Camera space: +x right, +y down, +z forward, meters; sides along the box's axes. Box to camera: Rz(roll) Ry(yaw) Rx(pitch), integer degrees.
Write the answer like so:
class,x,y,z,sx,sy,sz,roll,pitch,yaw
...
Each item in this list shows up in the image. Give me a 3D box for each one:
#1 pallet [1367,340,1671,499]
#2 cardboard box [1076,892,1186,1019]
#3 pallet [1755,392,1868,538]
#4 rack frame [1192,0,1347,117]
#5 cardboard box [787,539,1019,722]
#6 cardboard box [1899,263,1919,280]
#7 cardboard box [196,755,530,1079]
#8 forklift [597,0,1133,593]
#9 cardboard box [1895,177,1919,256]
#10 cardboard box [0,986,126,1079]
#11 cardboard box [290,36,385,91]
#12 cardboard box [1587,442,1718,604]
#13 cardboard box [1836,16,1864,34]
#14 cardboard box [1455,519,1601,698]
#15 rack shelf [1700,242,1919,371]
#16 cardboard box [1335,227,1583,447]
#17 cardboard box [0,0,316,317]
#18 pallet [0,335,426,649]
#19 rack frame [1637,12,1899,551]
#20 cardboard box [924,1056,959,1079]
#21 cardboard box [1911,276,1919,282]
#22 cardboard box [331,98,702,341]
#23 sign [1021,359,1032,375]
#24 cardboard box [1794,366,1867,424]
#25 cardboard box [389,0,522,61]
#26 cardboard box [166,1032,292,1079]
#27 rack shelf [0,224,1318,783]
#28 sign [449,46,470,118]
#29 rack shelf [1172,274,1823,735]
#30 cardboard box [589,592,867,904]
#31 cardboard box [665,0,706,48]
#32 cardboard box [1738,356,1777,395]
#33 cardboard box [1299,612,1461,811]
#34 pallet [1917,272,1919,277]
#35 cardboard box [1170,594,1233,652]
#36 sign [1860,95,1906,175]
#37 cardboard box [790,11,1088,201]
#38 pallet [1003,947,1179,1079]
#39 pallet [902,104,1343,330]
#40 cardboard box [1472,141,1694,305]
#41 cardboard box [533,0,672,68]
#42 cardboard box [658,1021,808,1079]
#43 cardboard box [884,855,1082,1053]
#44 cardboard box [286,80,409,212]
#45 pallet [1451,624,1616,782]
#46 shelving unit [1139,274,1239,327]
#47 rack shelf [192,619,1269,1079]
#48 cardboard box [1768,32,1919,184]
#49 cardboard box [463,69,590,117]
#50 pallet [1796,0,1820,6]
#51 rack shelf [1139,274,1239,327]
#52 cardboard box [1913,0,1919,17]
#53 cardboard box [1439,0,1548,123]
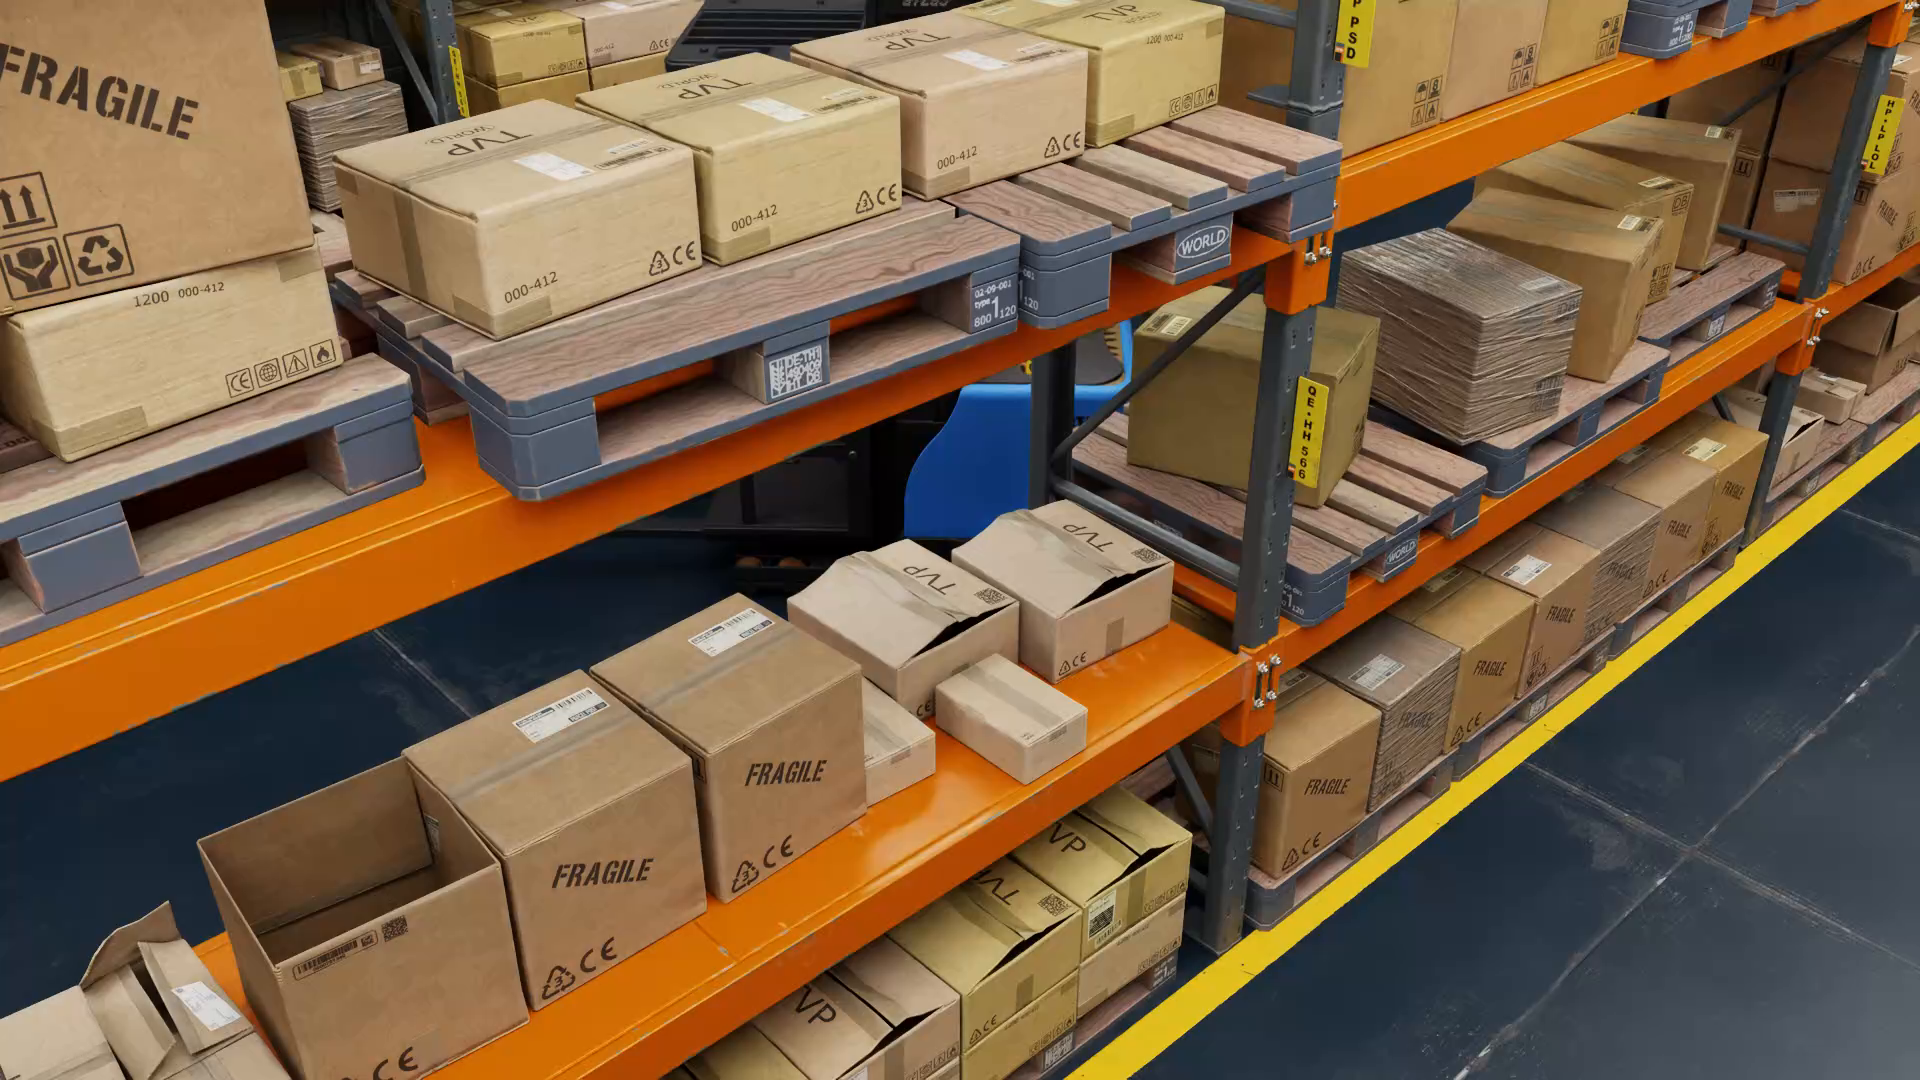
class,x,y,z,sx,sy,sz,roll,pitch,yaw
pallet,2.039,-0.633,6.593,1.213,0.211,1.003,-26,40,-35
cardboard box,0.396,1.251,5.562,0.500,0.250,0.500,-25,39,-34
pallet,4.054,-0.495,8.858,1.213,0.211,1.003,-26,40,-35
rack frame,0.616,-2.582,3.847,0.127,3.000,1.000,-26,40,-35
cardboard box,-0.171,0.258,5.038,0.500,0.311,0.500,-26,40,-36
cardboard box,5.524,-1.613,10.227,0.500,0.250,0.500,-26,40,-35
cardboard box,-1.356,0.900,3.807,0.500,0.500,0.500,-23,38,-32
forklift,-0.690,-1.274,7.524,3.031,2.935,1.130,1,31,2
cardboard box,4.482,-1.744,8.131,0.500,0.500,0.500,-25,39,-35
cardboard box,-1.985,1.269,3.444,0.500,0.250,0.500,-23,38,-33
cardboard box,-2.987,-2.290,7.980,0.380,0.149,0.250,23,38,33
cardboard box,3.014,-0.106,7.523,0.500,0.500,0.500,-26,40,-35
cardboard box,4.118,-2.372,8.200,0.500,0.500,0.500,-27,40,-36
cardboard box,2.275,0.253,6.936,0.500,0.500,0.500,-27,41,-37
rack shelf,5.016,-1.844,9.080,4.000,0.370,1.077,-26,40,-35
cardboard box,1.802,-0.763,6.123,0.500,0.500,0.700,-18,36,-27
cardboard box,-1.436,-0.733,2.721,0.500,0.500,0.500,-22,38,-31
pallet,-1.679,-0.120,2.879,0.805,0.209,1.217,27,41,37
rack frame,3.550,-1.442,7.732,0.127,3.000,1.000,-26,40,-35
cardboard box,-0.350,1.612,4.971,0.500,0.250,0.500,-25,39,-34
cardboard box,5.893,-1.443,10.029,0.250,0.166,0.380,-26,40,-35
cardboard box,-0.873,-0.654,3.310,0.500,0.250,0.500,25,40,35
sign,0.241,-0.687,5.465,0.005,0.325,0.100,-26,40,-35
cardboard box,4.632,-0.797,8.973,0.250,0.166,0.380,-26,40,-35
cardboard box,-2.598,-2.675,8.630,0.500,0.250,0.500,-25,39,-34
cardboard box,-1.528,1.267,3.544,0.250,0.149,0.380,-26,40,-35
rack shelf,-0.850,-0.286,3.657,4.000,0.370,1.077,-26,40,-35
sign,-2.379,-2.173,7.894,0.005,0.325,0.100,-26,40,-35
rack shelf,2.083,-0.425,6.760,4.000,0.370,1.077,-26,40,-35
cardboard box,-0.603,0.536,4.403,0.500,0.500,0.500,27,40,36
cardboard box,-1.489,-2.847,8.911,0.500,0.250,0.500,-26,40,-35
cardboard box,4.324,-1.059,9.262,0.500,0.311,0.500,-26,40,-35
cardboard box,1.525,0.616,6.342,0.500,0.500,0.500,-27,41,-37
pallet,5.843,-1.361,10.273,1.213,0.211,1.003,-26,40,-35
cardboard box,1.143,0.434,6.639,0.500,0.500,0.500,-24,39,-34
sign,3.930,-1.725,7.085,0.005,0.325,0.100,-26,40,-35
cardboard box,-0.050,-1.043,3.945,0.500,0.250,0.500,-25,39,-34
pallet,-0.014,1.444,5.687,1.213,0.211,1.003,-26,40,-35
pallet,0.180,-0.947,4.229,1.003,0.211,1.213,-24,39,-33
cardboard box,2.589,-1.313,7.023,0.500,0.500,0.700,-19,36,-28
cardboard box,-1.853,-2.668,8.619,0.500,0.250,0.500,-26,40,-36
cardboard box,-0.718,1.553,4.530,0.500,0.311,0.500,-25,39,-34
cardboard box,0.023,1.199,5.110,0.500,0.311,0.500,-27,40,-36
cardboard box,-3.092,-1.976,8.089,0.700,0.500,0.500,24,39,34
pallet,2.084,0.486,7.253,1.213,0.211,1.003,-26,40,-35
shelving unit,1.134,-1.176,8.161,0.431,2.100,0.503,8,32,12
rack shelf,-0.850,0.993,4.440,4.000,0.370,1.077,-26,40,-35
cardboard box,4.086,-1.970,7.543,0.500,0.500,0.500,-25,39,-34
cardboard box,-2.224,-2.169,8.522,0.500,0.500,0.500,-24,39,-34
pallet,3.024,-2.437,6.665,1.003,0.211,1.213,-26,40,-35
rack shelf,1.134,-1.165,8.168,0.431,0.518,0.480,8,32,12
cardboard box,4.842,-2.336,8.140,0.500,0.500,0.500,-27,41,-37
cardboard box,1.287,-1.694,5.174,0.500,0.500,0.910,-26,40,-35
